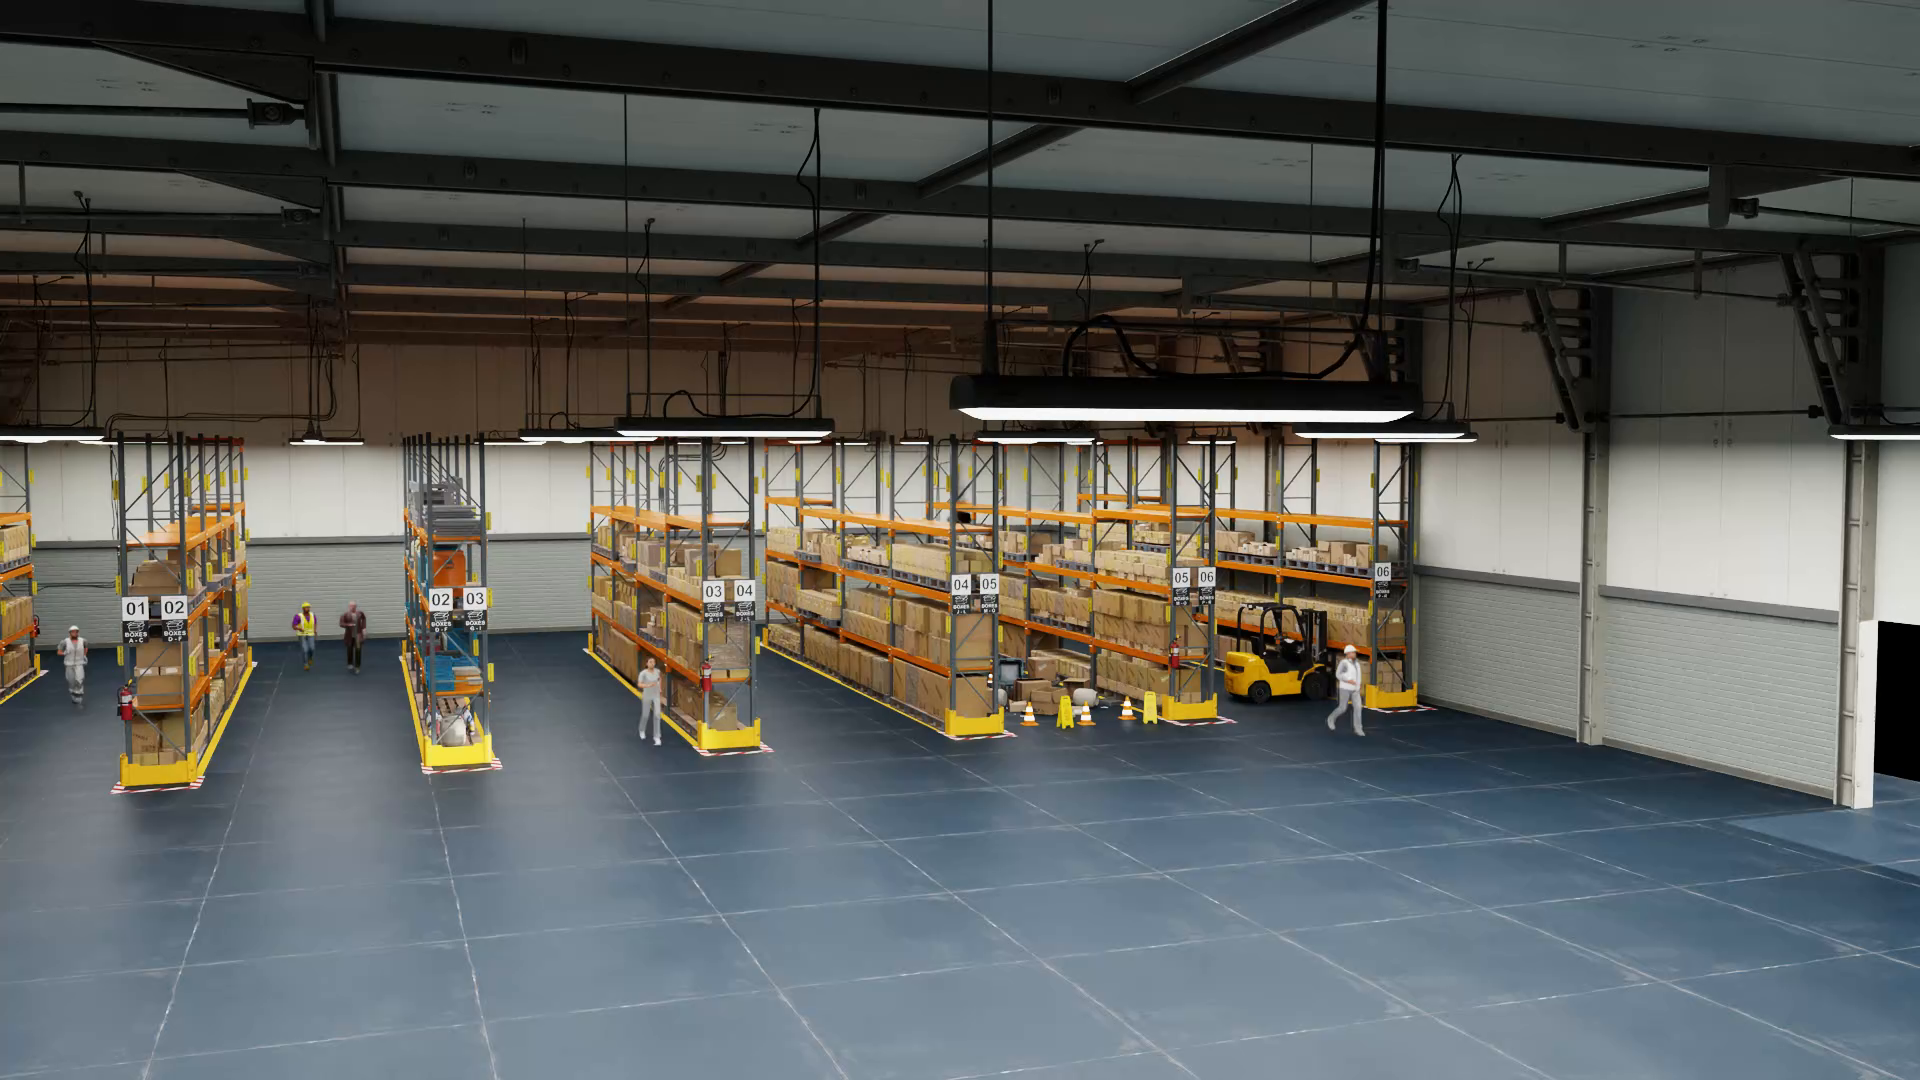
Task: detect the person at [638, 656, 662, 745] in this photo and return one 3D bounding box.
[{"bbox_3d":[-5.997,3.074,32.189,0.552,1.678,0.938,-2,4,-29],"label":"person"}]

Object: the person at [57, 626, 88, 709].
[{"bbox_3d":[-19.549,2.759,36.647,0.616,1.750,0.780,-2,4,-30],"label":"person"}]

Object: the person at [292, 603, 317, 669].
[{"bbox_3d":[-16.860,2.477,42.901,0.674,1.730,0.589,-3,4,-39],"label":"person"}]

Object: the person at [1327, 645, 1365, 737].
[{"bbox_3d":[7.799,2.988,33.227,0.699,1.771,0.976,-2,4,-30],"label":"person"}]

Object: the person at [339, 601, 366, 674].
[{"bbox_3d":[-15.464,2.478,42.369,0.673,1.841,0.950,-1,3,-25],"label":"person"}]
